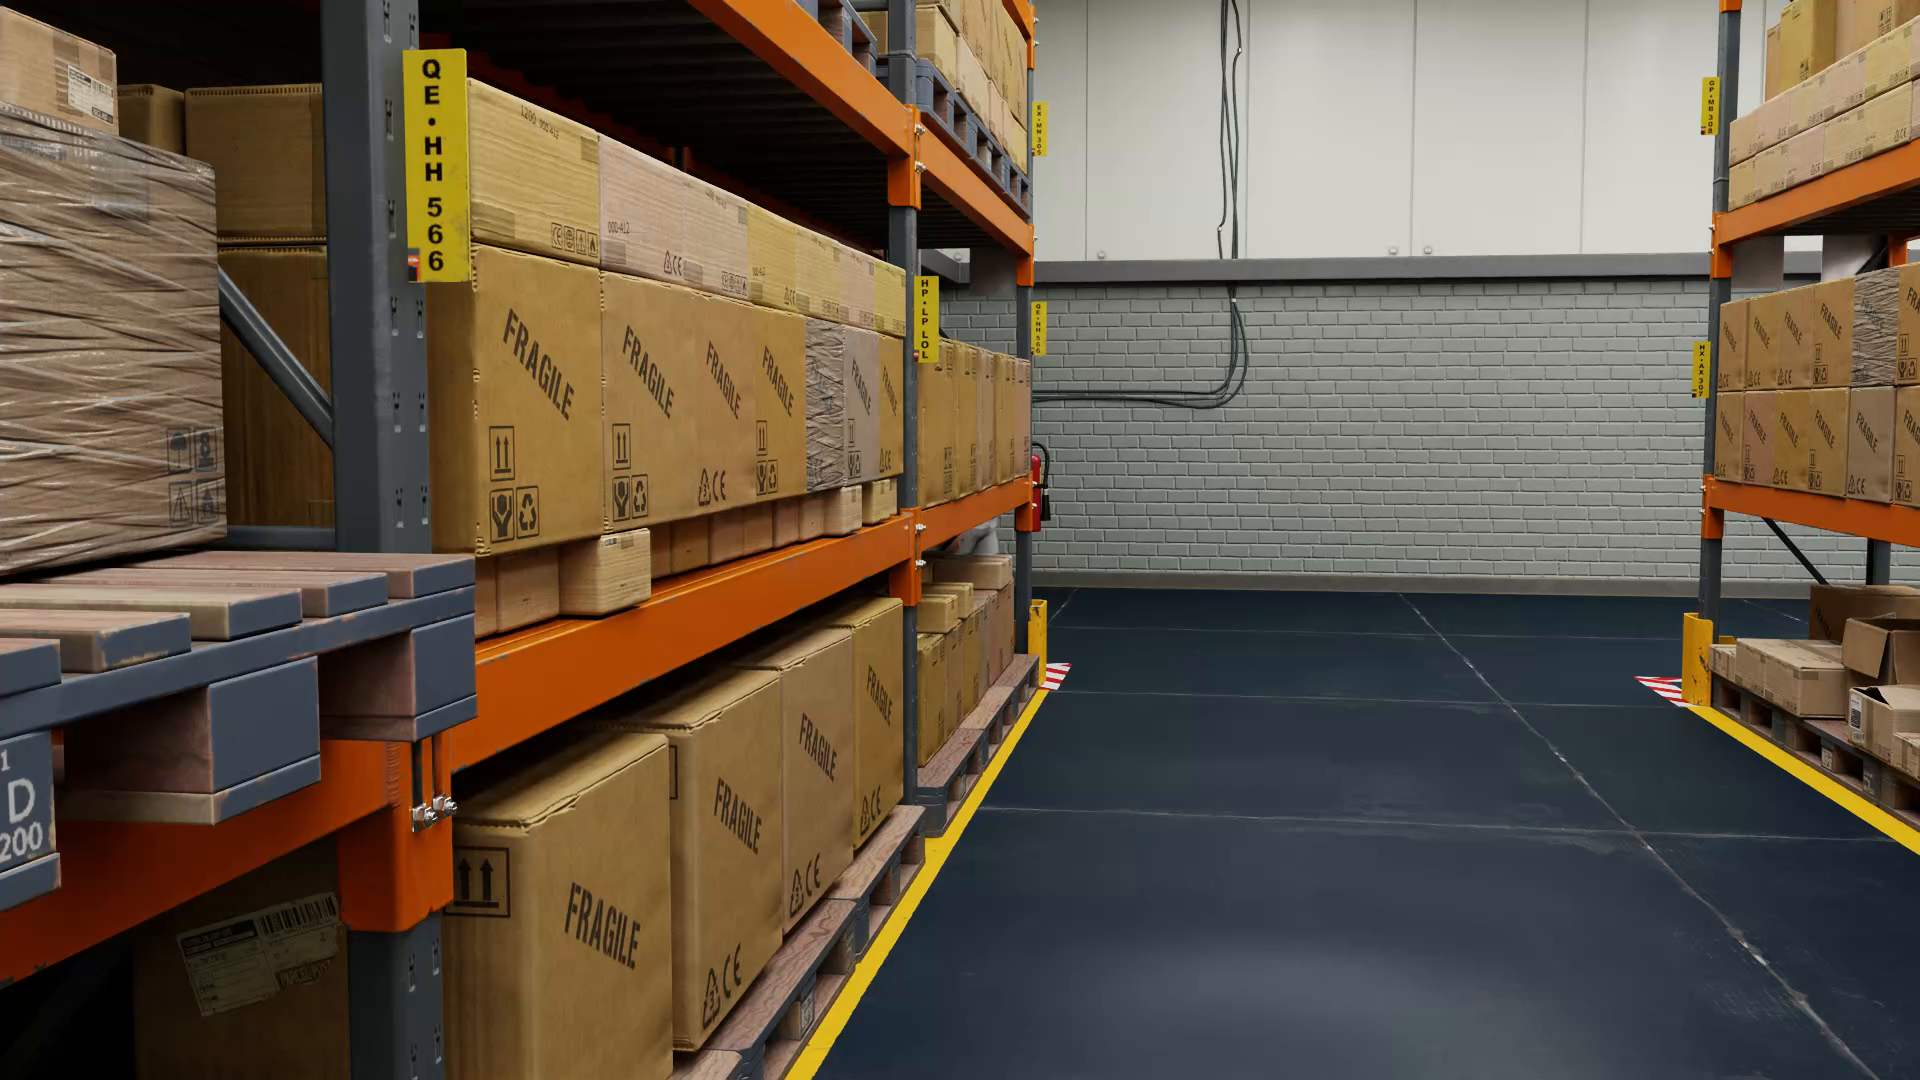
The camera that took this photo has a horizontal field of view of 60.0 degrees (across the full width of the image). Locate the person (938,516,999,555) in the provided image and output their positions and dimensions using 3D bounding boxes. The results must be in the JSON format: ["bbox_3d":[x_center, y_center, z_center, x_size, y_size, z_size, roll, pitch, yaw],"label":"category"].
[{"bbox_3d":[0.040,-0.102,11.887,0.586,1.747,0.569,3,5,36],"label":"person"}]
